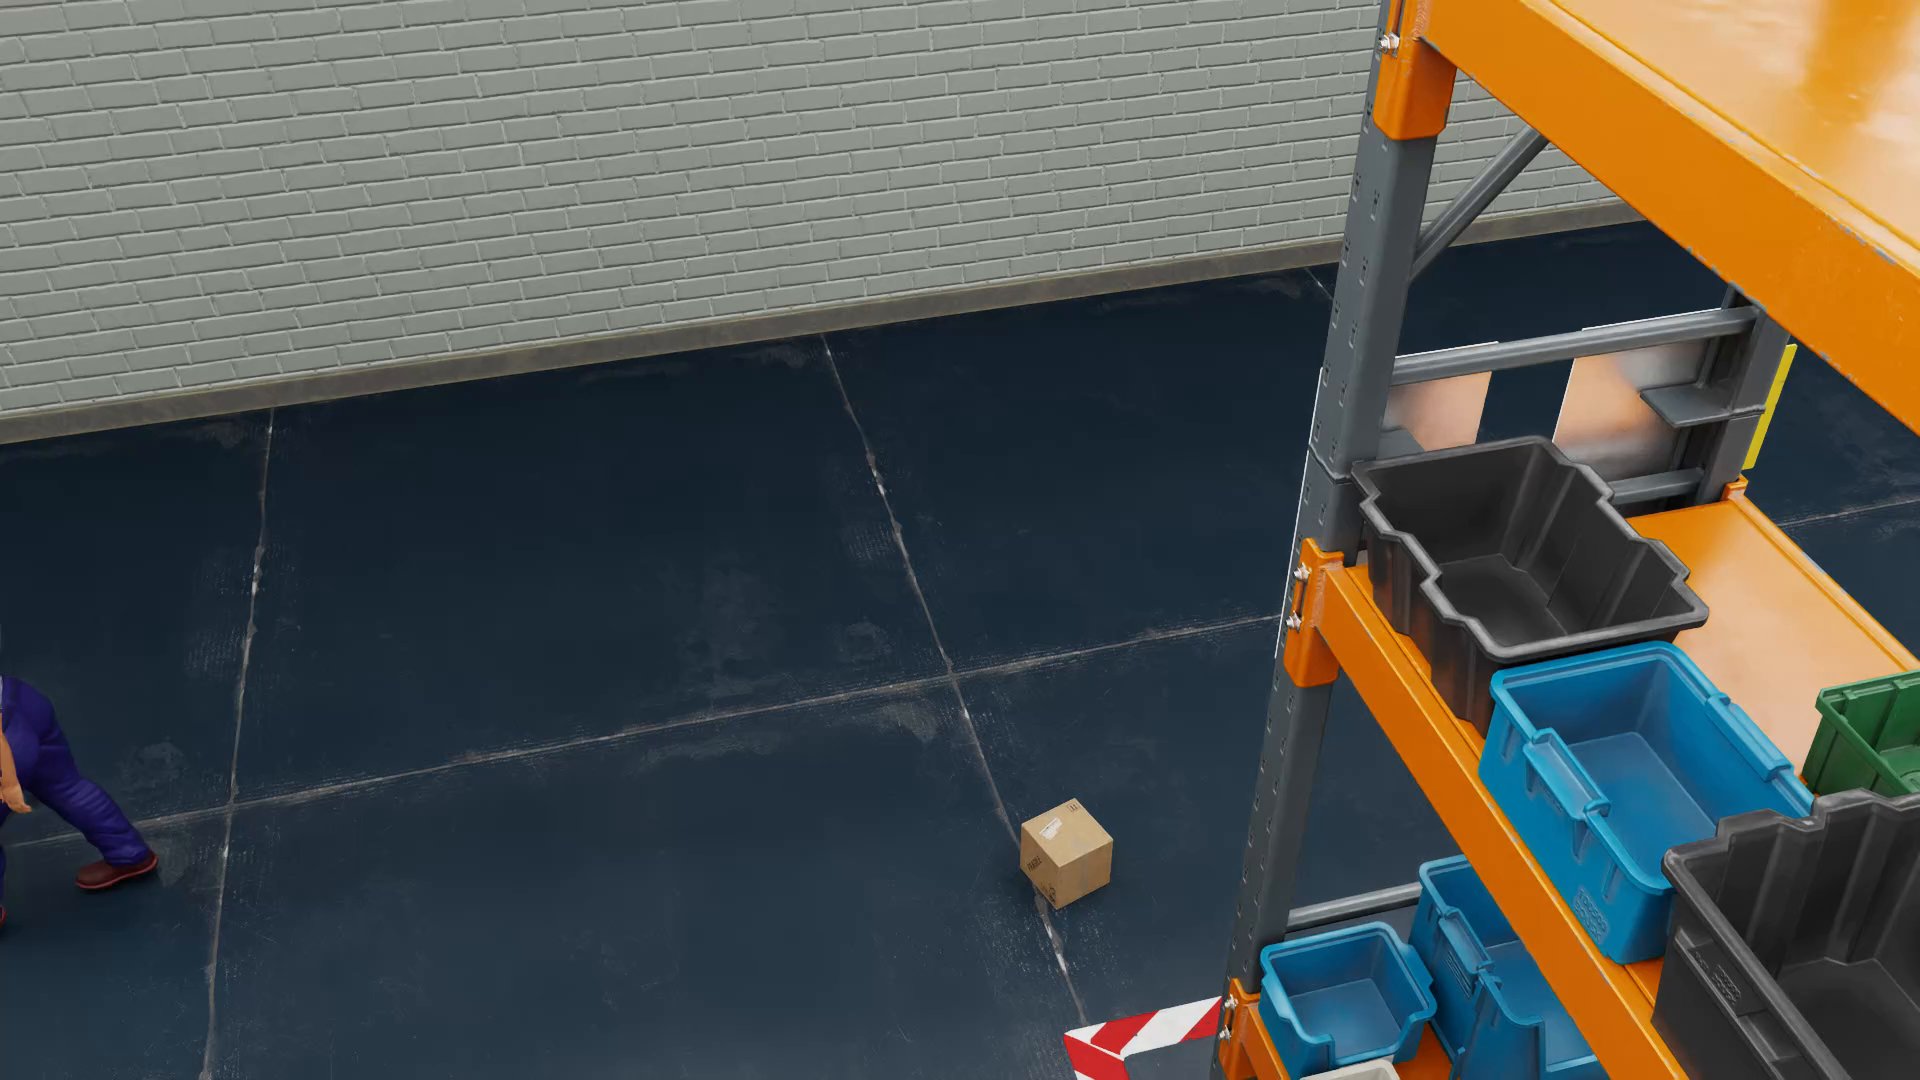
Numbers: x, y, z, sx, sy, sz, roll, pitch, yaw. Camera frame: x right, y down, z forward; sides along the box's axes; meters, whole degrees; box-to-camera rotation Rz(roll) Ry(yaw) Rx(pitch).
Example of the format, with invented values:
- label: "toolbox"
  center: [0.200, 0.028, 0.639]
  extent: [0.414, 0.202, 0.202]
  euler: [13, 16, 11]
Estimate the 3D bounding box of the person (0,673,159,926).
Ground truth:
- label: "person"
  center: [-3.452, 0.728, 5.819]
  extent: [0.788, 1.667, 0.513]
  euler: [-8, 39, -10]
